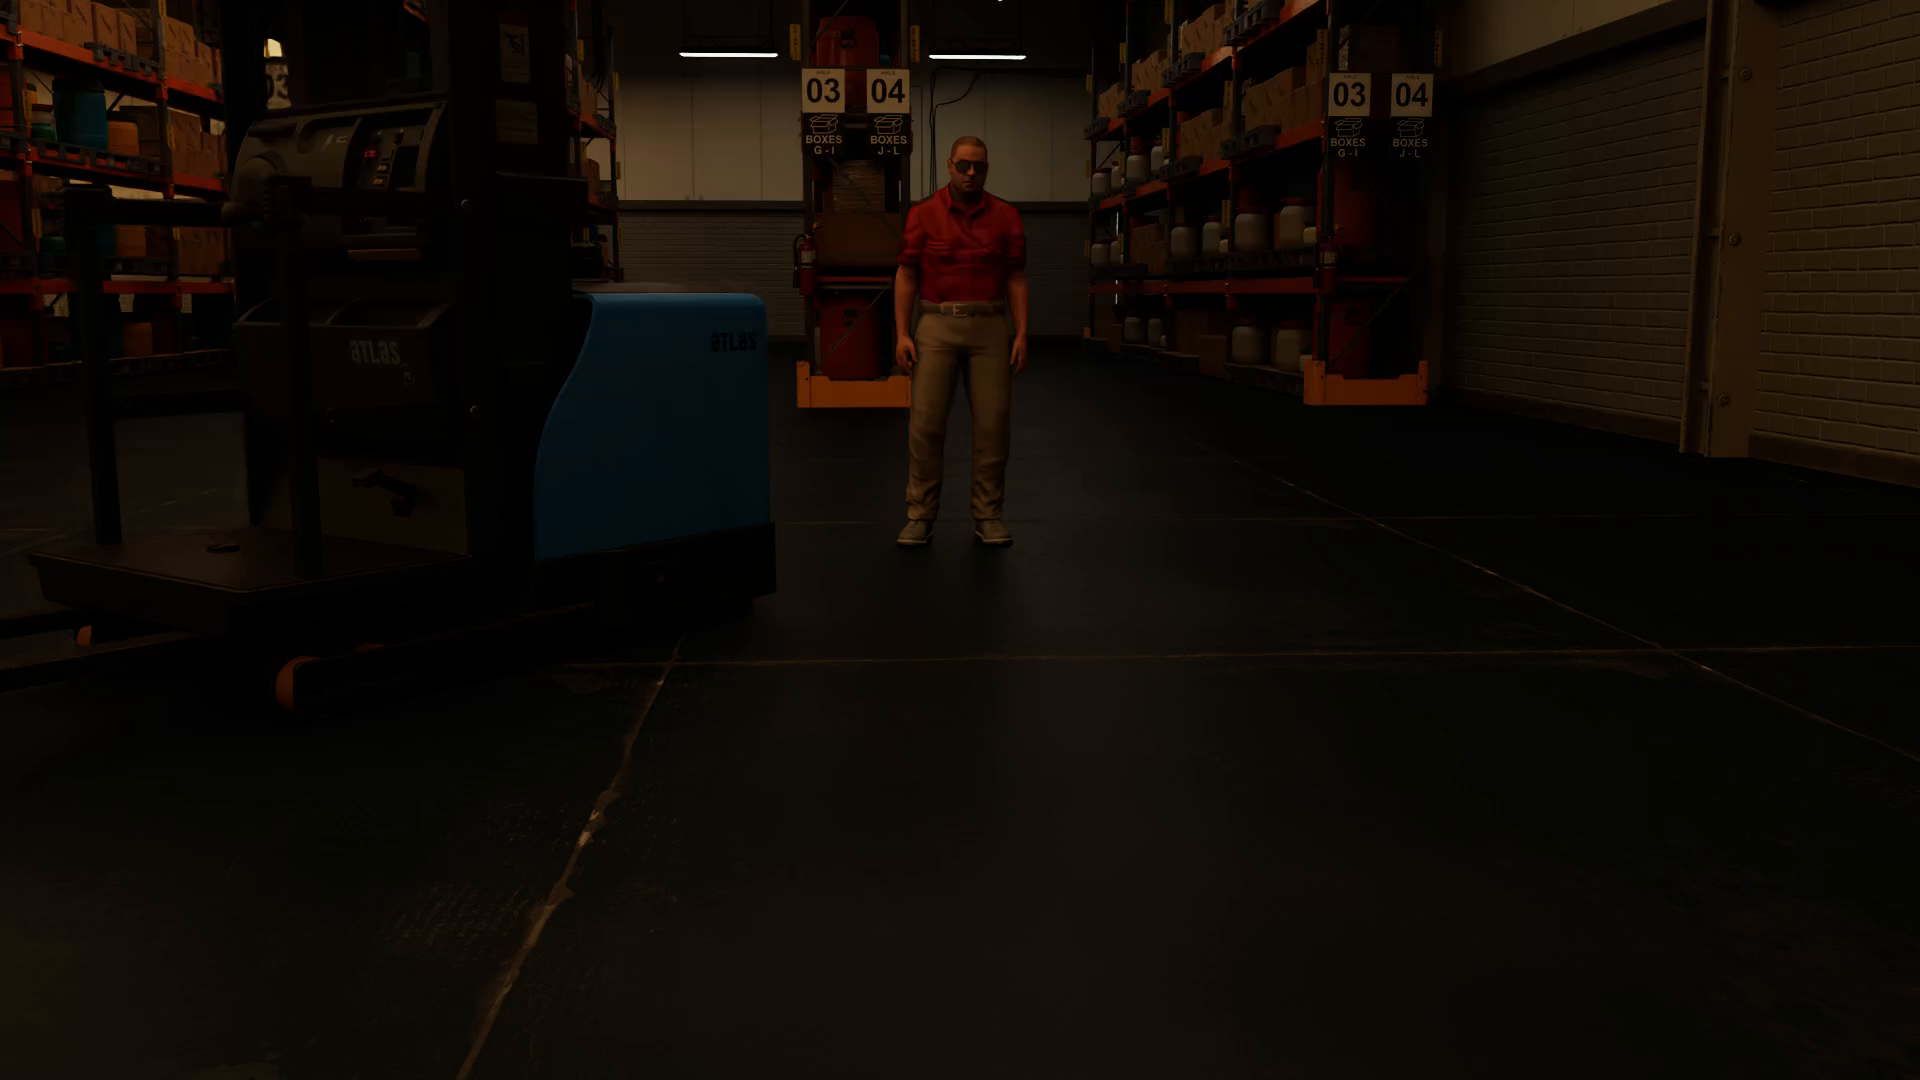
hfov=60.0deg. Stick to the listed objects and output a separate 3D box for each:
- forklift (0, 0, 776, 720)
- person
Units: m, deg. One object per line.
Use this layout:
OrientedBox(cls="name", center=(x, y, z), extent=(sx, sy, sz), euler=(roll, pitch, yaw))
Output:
OrientedBox(cls="forklift", center=(-1.895, -1.072, 4.551), extent=(1.130, 2.935, 3.031), euler=(6, 10, 35))
OrientedBox(cls="person", center=(0.011, -0.849, 7.147), extent=(0.587, 1.726, 0.396), euler=(-1, 8, -5))
